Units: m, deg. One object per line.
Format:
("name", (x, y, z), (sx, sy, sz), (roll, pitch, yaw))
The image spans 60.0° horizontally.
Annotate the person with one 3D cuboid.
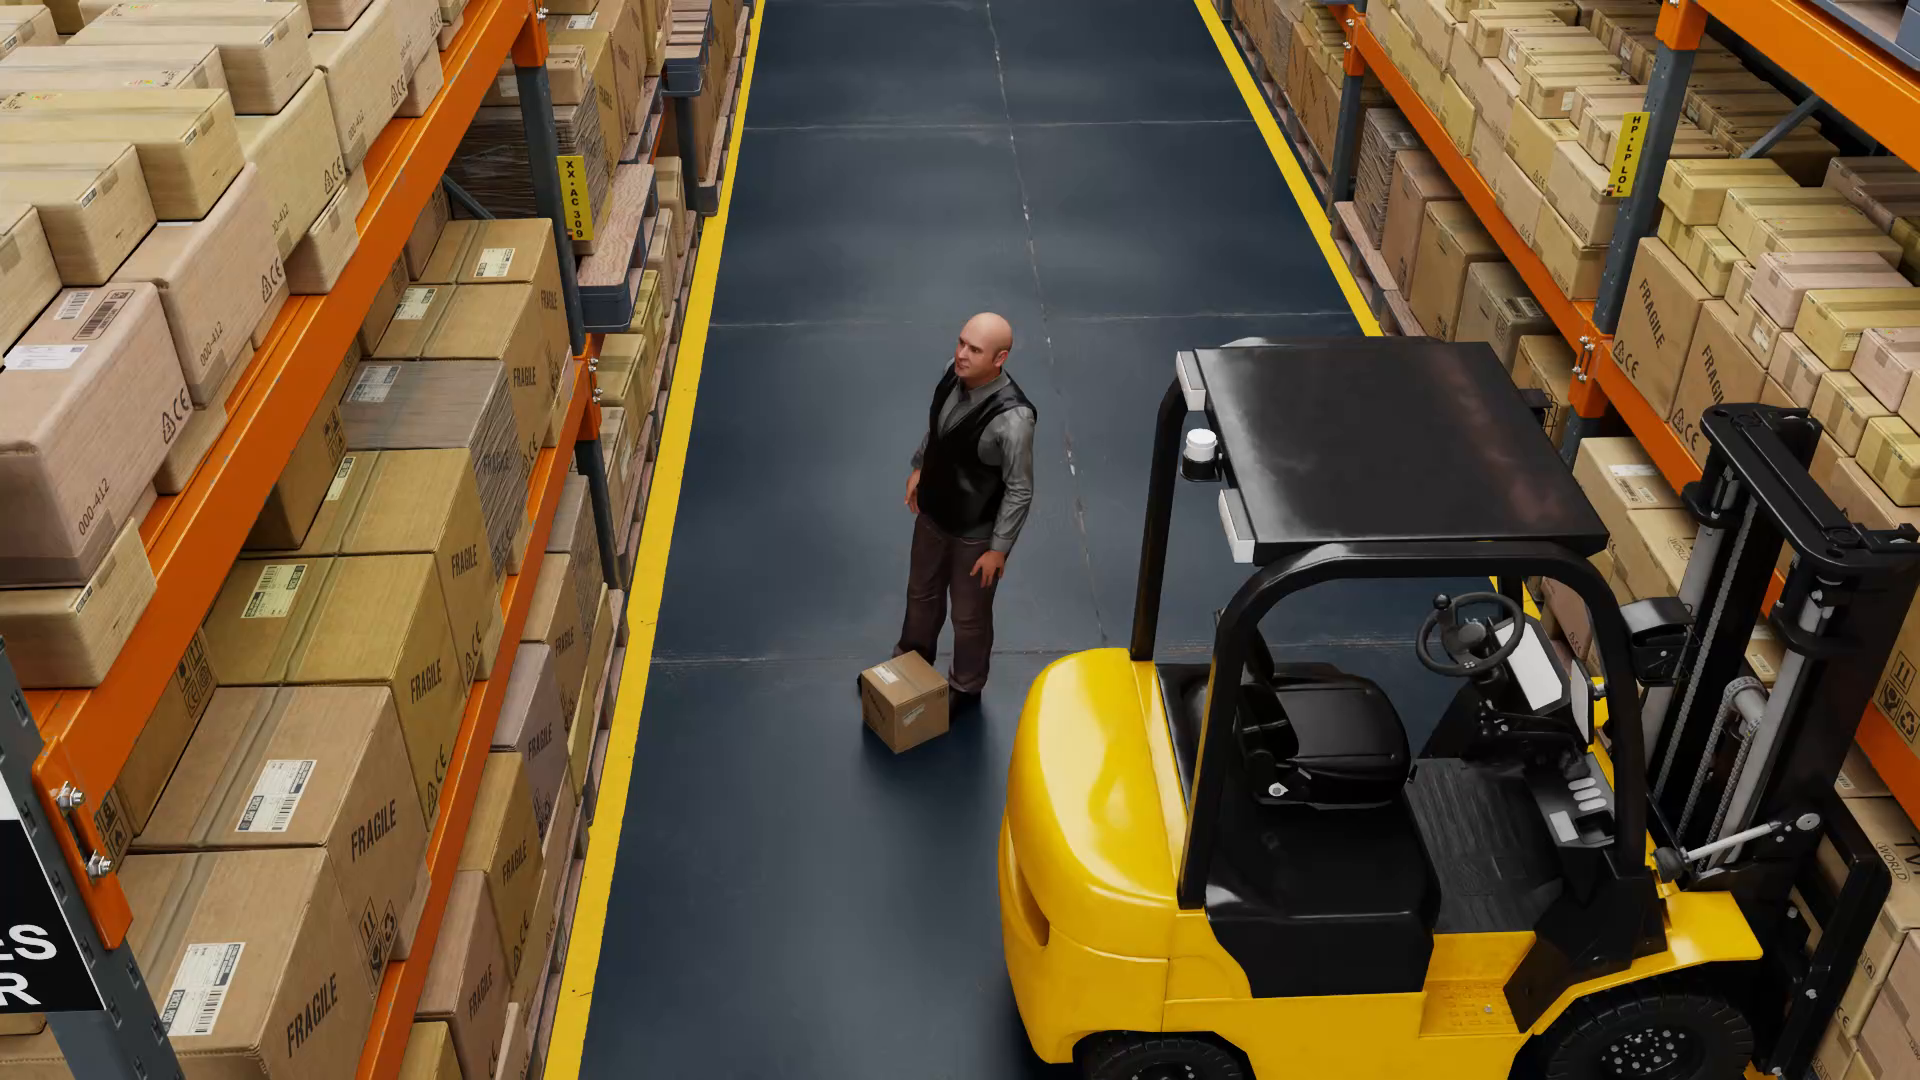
("person", (-0.038, -0.058, 6.234), (0.568, 1.720, 0.632), (-20, 39, -26))
